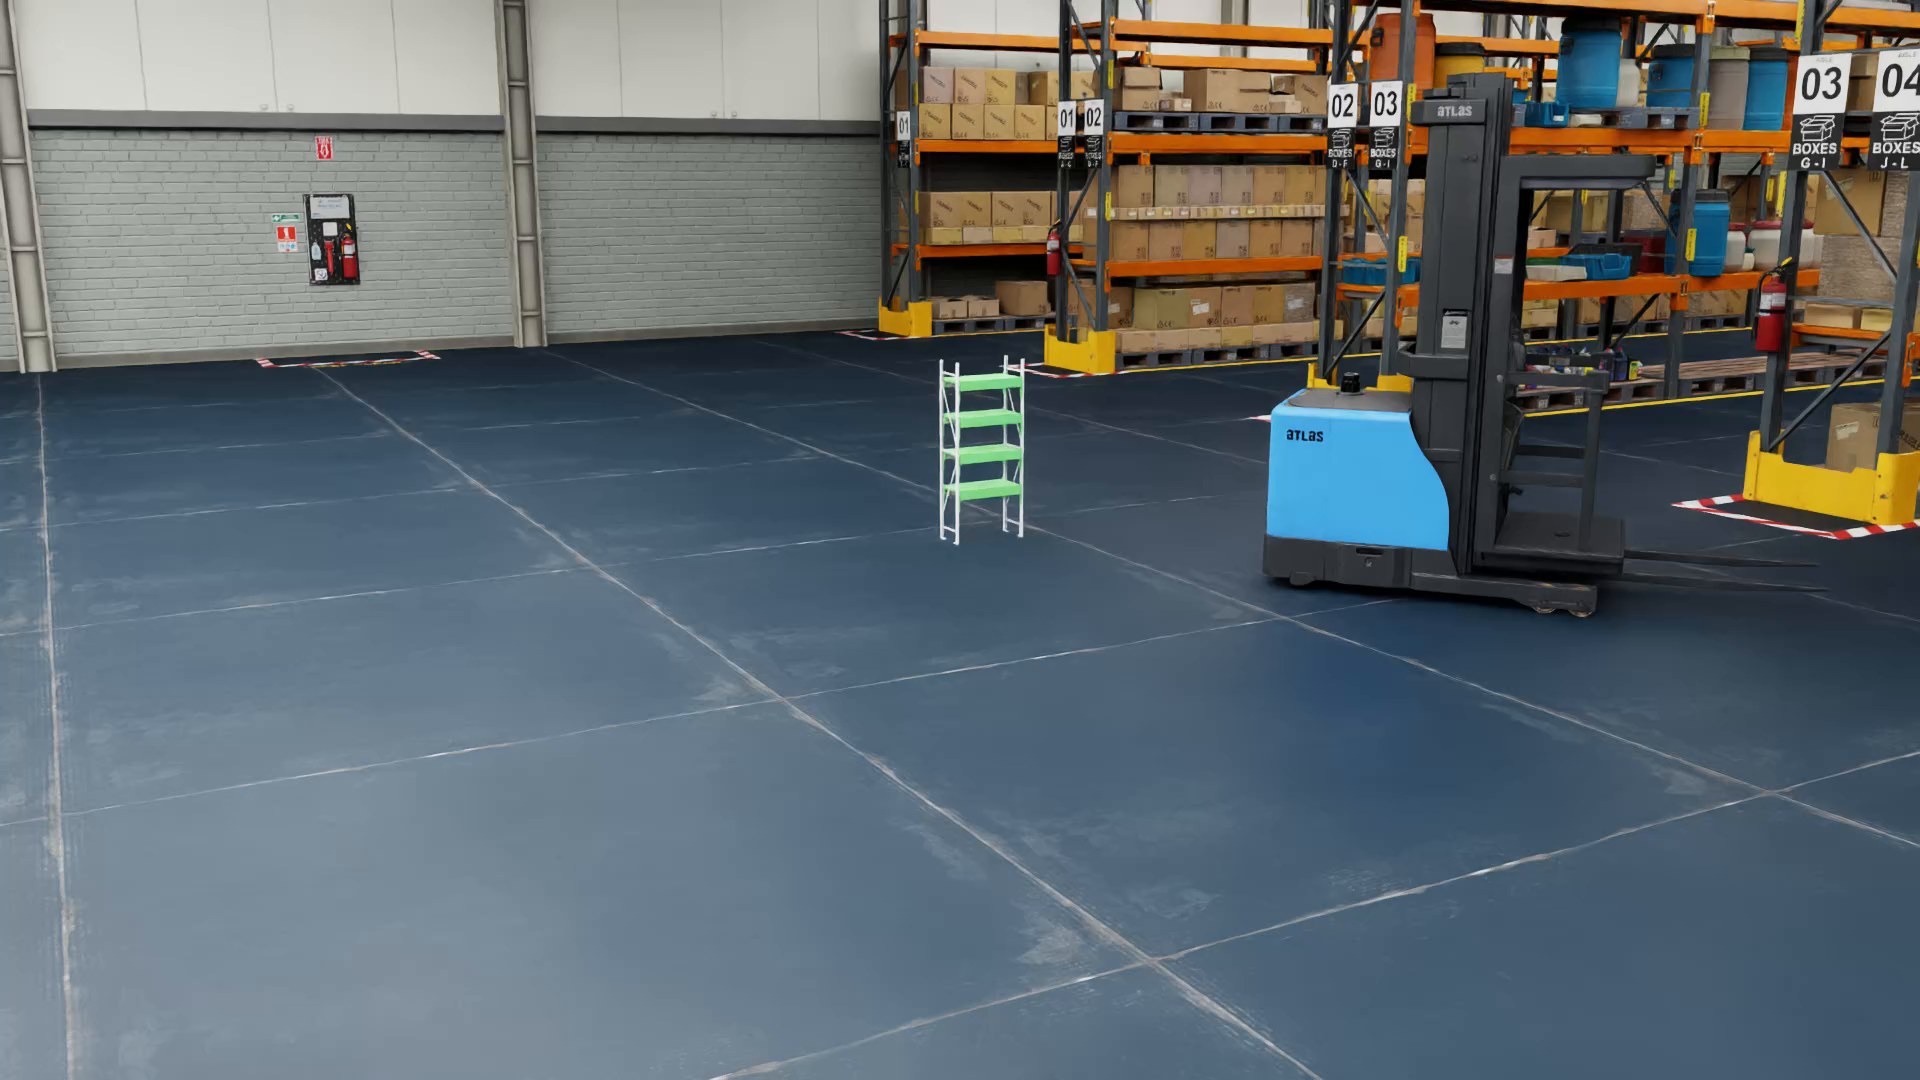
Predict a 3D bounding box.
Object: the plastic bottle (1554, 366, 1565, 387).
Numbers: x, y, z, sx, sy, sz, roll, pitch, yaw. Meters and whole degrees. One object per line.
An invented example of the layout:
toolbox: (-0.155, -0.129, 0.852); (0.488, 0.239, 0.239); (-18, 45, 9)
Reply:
plastic bottle: (6.167, -1.717, 17.118); (0.097, 0.271, 0.097); (0, 13, 0)

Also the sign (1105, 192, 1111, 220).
sign: (1.750, -3.943, 19.646); (0.005, 0.325, 0.100); (-7, 14, -28)

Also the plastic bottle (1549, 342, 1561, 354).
plastic bottle: (6.463, -1.973, 18.075); (0.185, 0.351, 0.144); (-6, 14, -26)

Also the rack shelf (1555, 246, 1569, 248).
rack shelf: (10.267, -4.291, 24.982); (4.000, 0.370, 1.077); (-7, 14, -28)

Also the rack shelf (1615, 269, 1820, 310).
rack shelf: (9.126, -2.915, 18.869); (4.000, 0.370, 1.077); (-7, 14, -28)

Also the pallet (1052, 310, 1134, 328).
pallet: (2.051, -3.527, 26.300); (1.213, 0.211, 1.003); (-7, 14, -28)

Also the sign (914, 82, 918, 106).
sign: (-0.627, -6.329, 23.579); (0.005, 0.325, 0.100); (-7, 14, -28)

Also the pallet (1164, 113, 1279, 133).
pallet: (3.195, -5.209, 20.791); (1.213, 0.211, 1.003); (-7, 14, -28)

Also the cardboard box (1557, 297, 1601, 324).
cardboard box: (9.048, -3.419, 24.162); (0.500, 0.500, 0.500); (-6, 14, -25)

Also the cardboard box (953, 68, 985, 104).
cardboard box: (0.032, -6.590, 24.179); (0.500, 0.500, 0.500); (-7, 14, -29)

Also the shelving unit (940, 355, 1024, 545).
shelving unit: (0.145, -0.603, 11.055); (0.503, 1.200, 0.258); (-7, 14, -28)

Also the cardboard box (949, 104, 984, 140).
cardboard box: (0.015, -6.103, 24.289); (0.500, 0.500, 0.500); (-6, 14, -24)

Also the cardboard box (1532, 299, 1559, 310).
cardboard box: (8.170, -3.466, 23.706); (0.500, 0.311, 0.500); (-6, 14, -26)

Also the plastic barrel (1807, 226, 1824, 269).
plastic barrel: (9.711, -3.337, 18.851); (0.421, 0.512, 0.421); (0, 13, 0)

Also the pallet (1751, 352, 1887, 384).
pallet: (10.183, -2.042, 19.702); (1.213, 0.211, 1.003); (-7, 14, -28)

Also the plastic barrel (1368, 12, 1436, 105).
plastic barrel: (4.225, -4.588, 15.898); (0.708, 0.830, 0.600); (-7, 14, -28)

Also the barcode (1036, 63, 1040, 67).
barcode: (1.198, -7.292, 25.519); (0.075, 0.075, 0.001); (-7, 14, -28)

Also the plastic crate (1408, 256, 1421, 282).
plastic crate: (4.728, -2.740, 16.790); (0.408, 0.251, 0.499); (-7, 14, -28)

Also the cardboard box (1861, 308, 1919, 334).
cardboard box: (6.597, -1.542, 11.700); (0.250, 0.149, 0.380); (-7, 14, -28)

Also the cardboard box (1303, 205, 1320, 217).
cardboard box: (4.418, -4.252, 21.467); (0.250, 0.149, 0.380); (-7, 15, -30)

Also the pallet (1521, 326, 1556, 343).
pallet: (7.770, -2.992, 23.923); (1.213, 0.211, 1.003); (-7, 14, -28)

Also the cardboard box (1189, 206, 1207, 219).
cardboard box: (2.843, -4.064, 20.629); (0.250, 0.149, 0.380); (-7, 15, -30)

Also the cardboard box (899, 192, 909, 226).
cardboard box: (-0.575, -4.937, 24.803); (0.500, 0.500, 0.500); (-7, 14, -28)

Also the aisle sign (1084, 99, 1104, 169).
aisle sign: (1.579, -4.792, 19.650); (0.004, 0.787, 0.394); (-7, 14, -28)

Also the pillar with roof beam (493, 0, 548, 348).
pillar with roof beam: (-3.891, -6.250, 18.386); (0.400, 9.000, 9.100); (-7, 14, -28)

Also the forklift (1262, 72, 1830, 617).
forklift: (3.375, -1.136, 9.482); (3.031, 2.935, 1.130); (5, 14, 21)

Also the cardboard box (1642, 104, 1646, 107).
cardboard box: (9.782, -6.104, 24.342); (0.500, 0.500, 0.910); (-7, 14, -28)

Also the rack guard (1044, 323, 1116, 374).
rack guard: (1.468, -2.368, 20.491); (0.348, 0.500, 1.175); (-7, 14, -28)

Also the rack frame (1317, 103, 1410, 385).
rack frame: (3.860, -2.635, 15.985); (0.127, 3.000, 1.000); (-7, 14, -28)

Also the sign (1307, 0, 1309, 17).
sign: (5.866, -8.952, 27.903); (0.005, 0.325, 0.100); (-7, 14, -28)

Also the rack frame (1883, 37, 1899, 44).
rack frame: (15.533, -8.200, 27.049); (0.127, 3.000, 1.000); (-7, 14, -28)

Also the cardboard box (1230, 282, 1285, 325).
cardboard box: (3.817, -3.045, 21.407); (0.500, 0.500, 0.500); (-7, 14, -28)

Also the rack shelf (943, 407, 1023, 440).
rack shelf: (0.145, -0.775, 11.016); (0.480, 0.148, 0.258); (-7, 14, -28)

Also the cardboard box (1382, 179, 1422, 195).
cardboard box: (7.565, -6.063, 28.560); (0.500, 0.250, 0.500); (-7, 14, -27)

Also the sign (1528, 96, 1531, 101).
sign: (8.253, -6.252, 24.047); (0.005, 0.325, 0.100); (-7, 14, -28)

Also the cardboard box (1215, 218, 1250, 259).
cardboard box: (3.263, -3.849, 21.150); (0.500, 0.500, 0.700); (-6, 14, -26)

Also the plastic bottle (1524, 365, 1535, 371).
plastic bottle: (6.018, -1.846, 17.681); (0.135, 0.276, 0.152); (-7, 14, -28)

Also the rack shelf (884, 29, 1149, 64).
rack shelf: (0.868, -7.329, 24.824); (4.000, 0.370, 1.077); (-7, 14, -28)

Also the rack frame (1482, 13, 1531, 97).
rack frame: (9.646, -8.733, 29.419); (0.127, 3.000, 1.000); (-7, 14, -28)

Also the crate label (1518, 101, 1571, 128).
crate label: (5.661, -4.159, 16.264); (0.408, 0.251, 0.502); (-7, 14, -28)

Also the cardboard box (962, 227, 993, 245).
cardboard box: (0.142, -4.528, 24.694); (0.500, 0.250, 0.500); (-7, 15, -30)

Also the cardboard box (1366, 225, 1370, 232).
cardboard box: (6.760, -5.288, 28.299); (0.250, 0.149, 0.380); (-7, 14, -27)

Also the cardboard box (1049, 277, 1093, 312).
cardboard box: (1.732, -3.843, 26.045); (0.500, 0.500, 0.500); (-8, 15, -32)

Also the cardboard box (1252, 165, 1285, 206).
cardboard box: (3.731, -4.538, 21.261); (0.500, 0.500, 0.700); (-7, 14, -28)

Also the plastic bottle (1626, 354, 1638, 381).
plastic bottle: (7.106, -1.831, 17.597); (0.133, 0.283, 0.061); (-6, 14, -25)

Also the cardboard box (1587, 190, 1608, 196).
cardboard box: (11.407, -6.161, 30.970); (0.700, 0.700, 0.980); (-8, 15, -31)

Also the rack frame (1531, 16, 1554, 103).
rack frame: (8.511, -7.358, 23.309); (0.127, 3.000, 1.000); (-7, 14, -28)

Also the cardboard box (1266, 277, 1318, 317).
cardboard box: (4.443, -3.251, 22.323); (0.500, 0.500, 0.500); (-7, 14, -28)

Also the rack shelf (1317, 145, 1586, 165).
rack shelf: (6.756, -5.333, 22.783); (4.000, 0.370, 1.077); (-7, 14, -28)

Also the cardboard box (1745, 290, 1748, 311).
cardboard box: (12.494, -3.758, 26.096); (0.500, 0.311, 0.500); (-7, 14, -28)

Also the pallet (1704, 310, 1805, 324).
pallet: (12.626, -3.564, 26.464); (1.213, 0.211, 1.003); (-7, 14, -28)

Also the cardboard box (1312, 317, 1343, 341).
cardboard box: (4.698, -2.783, 21.950); (0.500, 0.250, 0.500); (-7, 14, -28)

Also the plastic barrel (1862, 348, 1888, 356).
plastic barrel: (11.303, -2.677, 20.160); (0.708, 0.830, 0.600); (-7, 14, -28)

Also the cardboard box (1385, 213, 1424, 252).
cardboard box: (6.145, -4.192, 22.678); (0.500, 0.500, 0.500); (-6, 14, -24)

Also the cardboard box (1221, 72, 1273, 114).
cardboard box: (3.495, -5.649, 21.034); (0.637, 0.503, 0.797); (-5, 14, -22)
